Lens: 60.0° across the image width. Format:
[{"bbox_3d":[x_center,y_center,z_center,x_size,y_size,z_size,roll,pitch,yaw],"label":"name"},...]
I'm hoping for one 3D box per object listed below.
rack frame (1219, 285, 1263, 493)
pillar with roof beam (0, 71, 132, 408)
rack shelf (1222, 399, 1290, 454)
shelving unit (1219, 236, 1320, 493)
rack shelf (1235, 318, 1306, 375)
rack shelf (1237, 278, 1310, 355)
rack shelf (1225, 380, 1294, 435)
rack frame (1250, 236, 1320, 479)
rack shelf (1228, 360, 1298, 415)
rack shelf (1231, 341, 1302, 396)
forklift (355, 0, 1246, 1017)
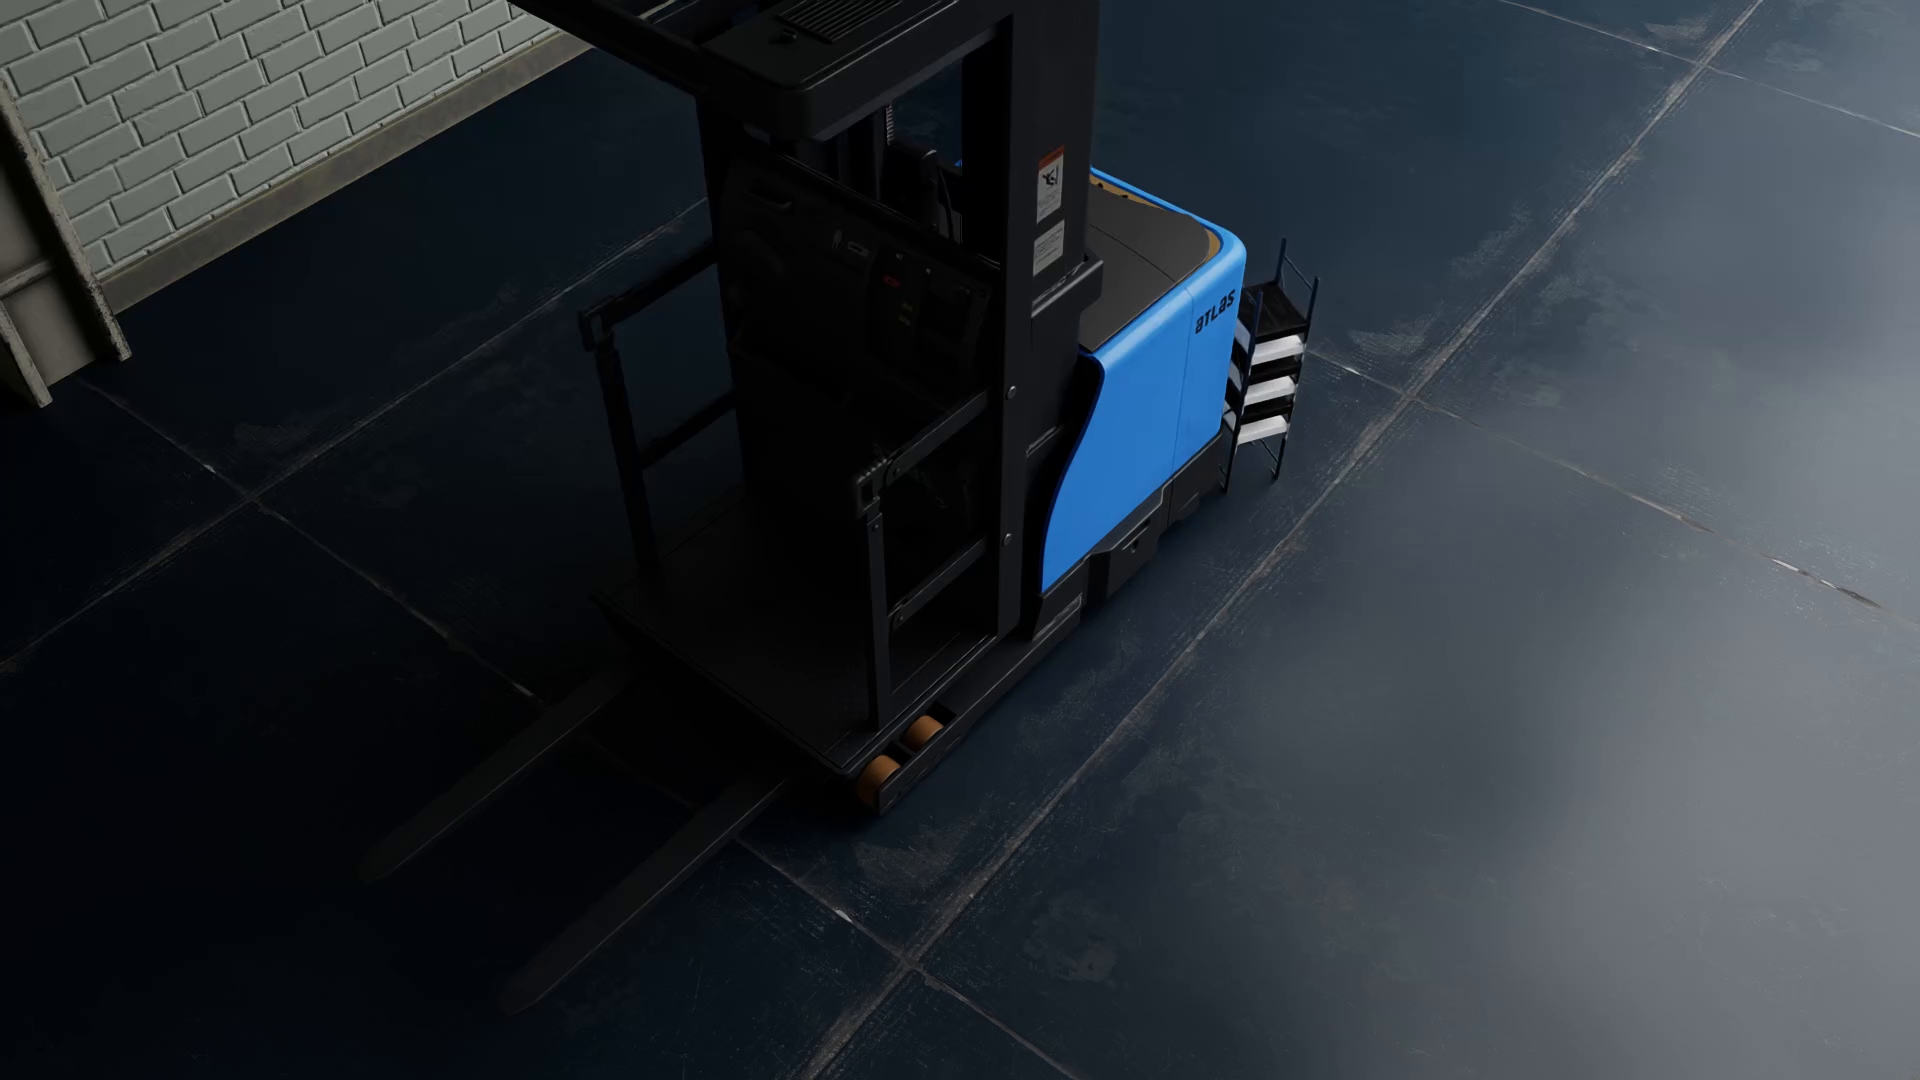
[{"bbox_3d":[0.910,-0.555,5.655,0.006,0.900,0.240,-15,49,-14],"label":"rack frame"},{"bbox_3d":[-0.037,-1.877,1.320,9.100,9.000,0.400,29,53,25],"label":"pillar with roof beam"},{"bbox_3d":[1.004,-0.436,5.836,0.200,0.077,0.258,-15,49,-14],"label":"rack shelf"},{"bbox_3d":[1.005,-0.581,5.679,0.210,0.900,0.258,-15,49,-14],"label":"shelving unit"},{"bbox_3d":[1.006,-0.680,5.572,0.200,0.077,0.258,-15,49,-14],"label":"rack shelf"},{"bbox_3d":[1.006,-0.742,5.506,0.200,0.077,0.258,-15,49,-14],"label":"rack shelf"},{"bbox_3d":[1.004,-0.497,5.770,0.200,0.077,0.258,-15,49,-14],"label":"rack shelf"},{"bbox_3d":[1.100,-0.607,5.704,0.006,0.900,0.240,-15,49,-14],"label":"rack frame"},{"bbox_3d":[1.005,-0.558,5.704,0.200,0.077,0.258,-15,49,-14],"label":"rack shelf"},{"bbox_3d":[1.005,-0.619,5.638,0.200,0.077,0.258,-15,49,-14],"label":"rack shelf"},{"bbox_3d":[-0.430,-0.621,4.316,1.130,2.935,3.031,32,54,27],"label":"forklift"}]
